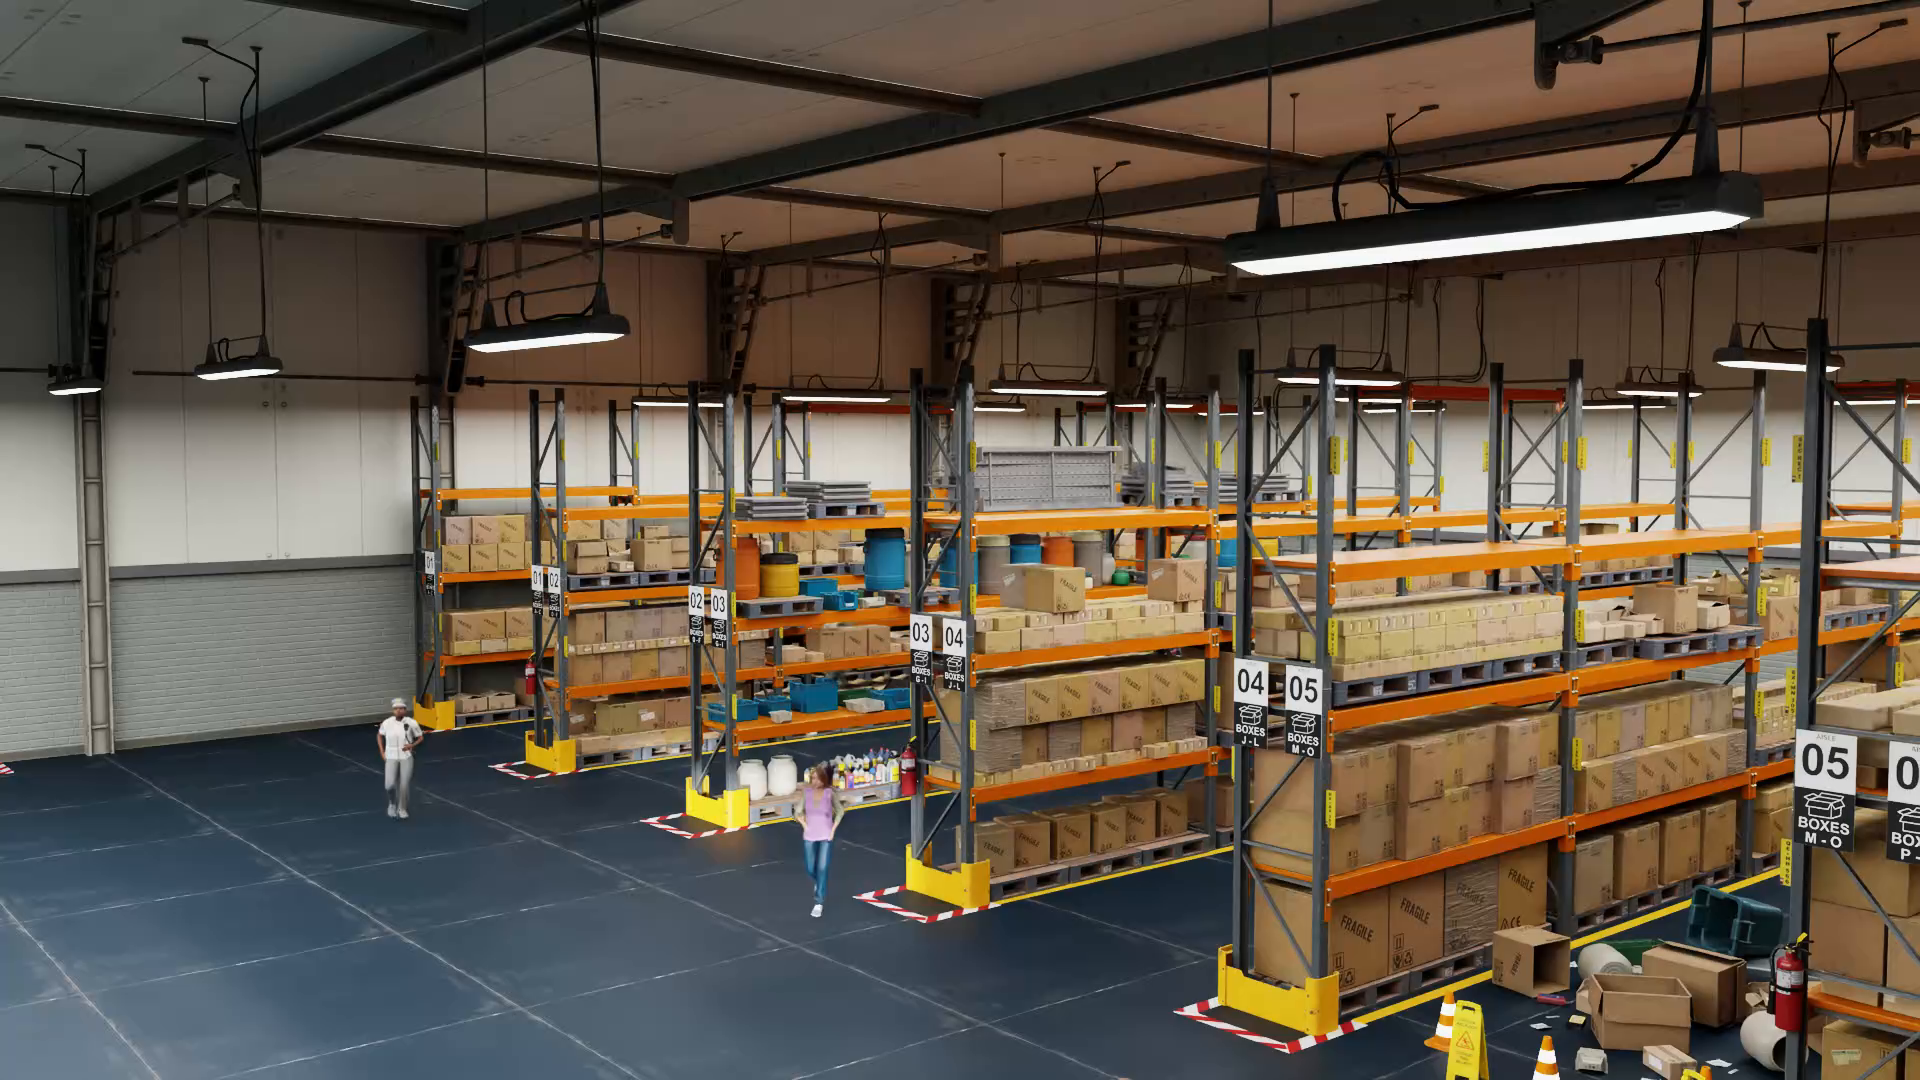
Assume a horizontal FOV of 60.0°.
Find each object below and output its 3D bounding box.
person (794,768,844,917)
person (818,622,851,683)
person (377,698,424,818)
[{"bbox_3d":[-1.560,3.301,18.366,0.534,1.593,0.637,1,3,9],"label":"person"},{"bbox_3d":[-2.464,2.103,31.948,0.923,1.821,0.696,-3,5,-42],"label":"person"},{"bbox_3d":[-7.633,2.980,22.666,0.628,1.670,0.546,-1,3,-11],"label":"person"}]
